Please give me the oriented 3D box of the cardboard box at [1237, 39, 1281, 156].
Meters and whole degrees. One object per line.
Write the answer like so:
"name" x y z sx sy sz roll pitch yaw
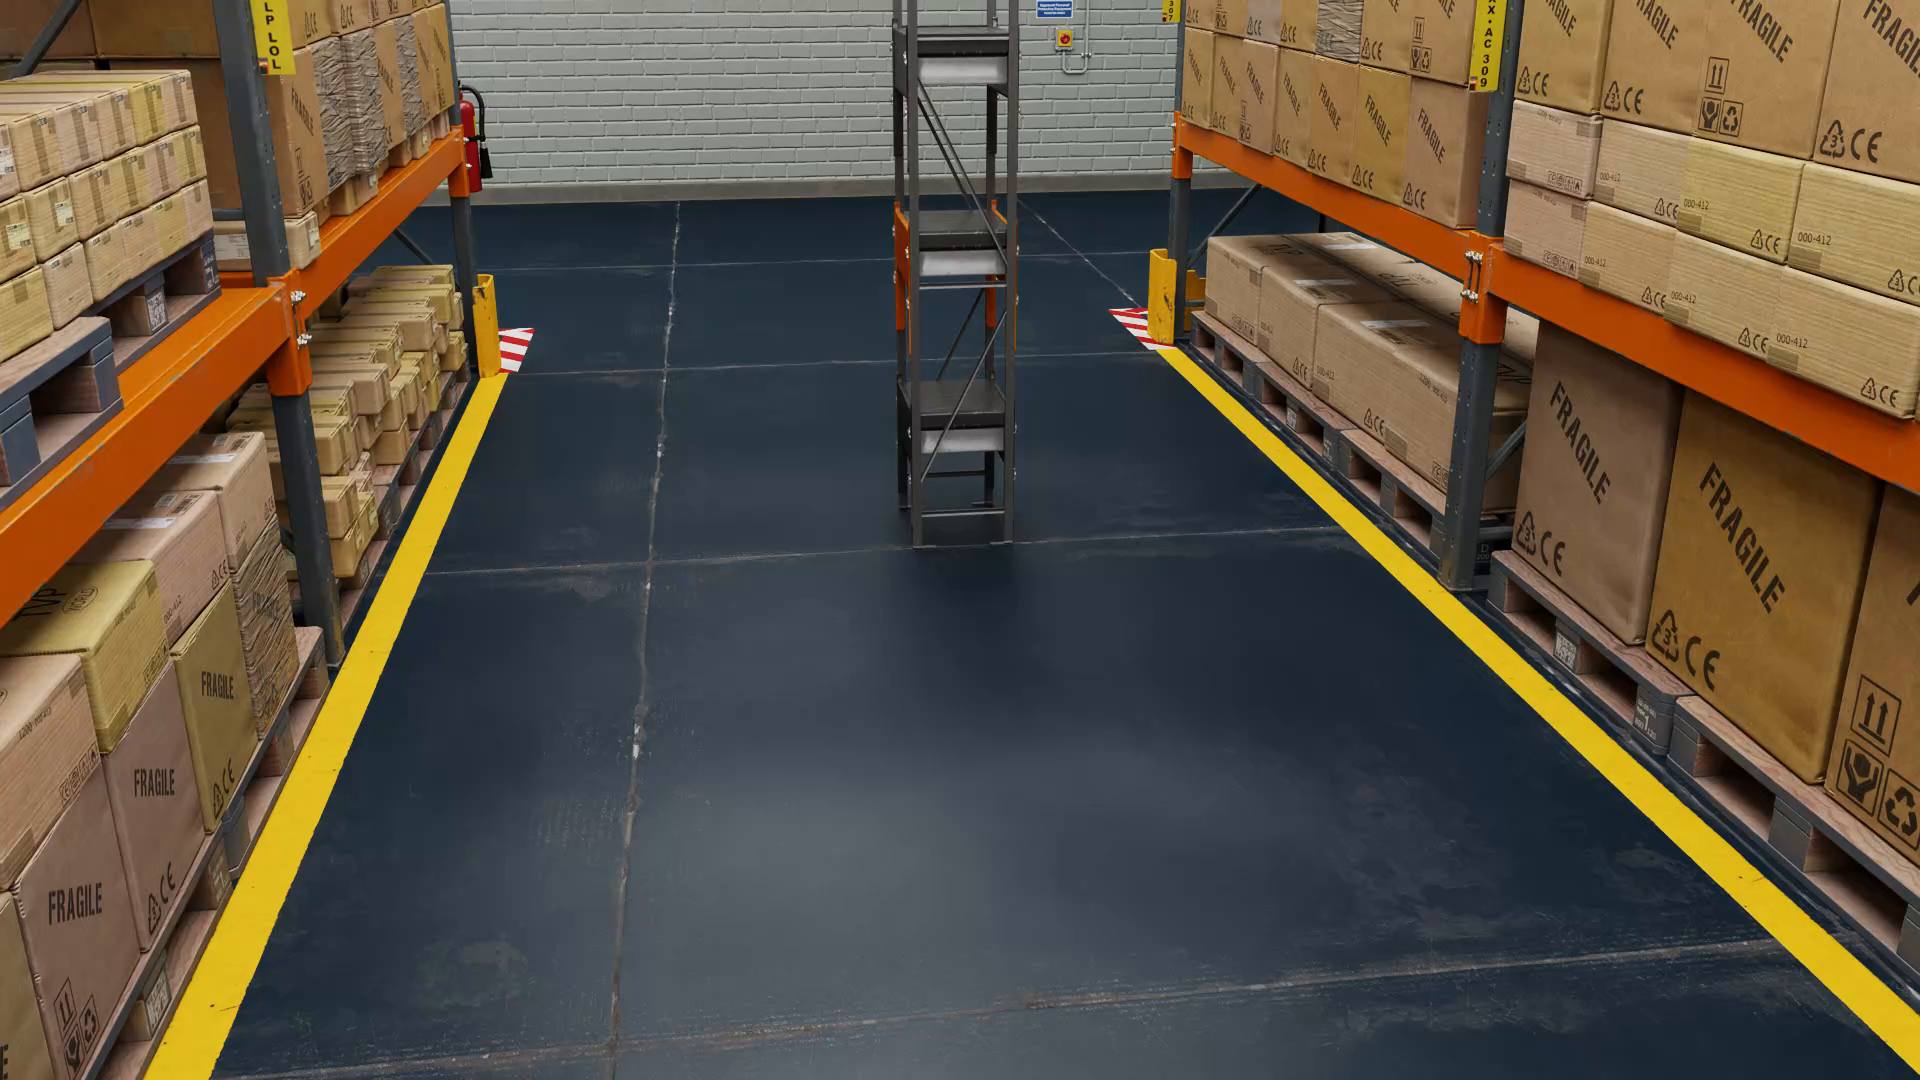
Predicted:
"cardboard box" 1.671 -2.151 8.046 0.500 0.500 0.500 -3 21 -8

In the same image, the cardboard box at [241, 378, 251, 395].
"cardboard box" -3.147 -0.664 6.831 0.380 0.149 0.250 -4 21 -10

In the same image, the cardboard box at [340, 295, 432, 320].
"cardboard box" -2.710 -1.054 7.876 0.380 0.149 0.250 -4 21 -10

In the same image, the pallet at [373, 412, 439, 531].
"pallet" -2.888 -0.314 7.255 1.003 0.211 1.213 -3 21 -8

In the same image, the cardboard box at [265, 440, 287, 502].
"cardboard box" -2.422 -0.236 5.684 0.380 0.149 0.250 -2 21 -6

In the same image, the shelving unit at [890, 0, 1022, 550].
"shelving unit" -0.024 -1.041 6.502 0.431 2.100 0.503 -3 21 -8

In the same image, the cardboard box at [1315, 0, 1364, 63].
"cardboard box" 1.818 -2.267 6.928 0.500 0.500 0.500 -3 21 -7

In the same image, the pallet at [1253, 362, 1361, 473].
"pallet" 2.095 -0.635 8.115 1.003 0.211 1.213 -3 21 -8

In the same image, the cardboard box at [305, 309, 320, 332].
"cardboard box" -3.228 -1.028 7.804 0.380 0.149 0.250 -4 21 -10

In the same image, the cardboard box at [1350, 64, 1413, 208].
"cardboard box" 1.907 -1.623 6.632 0.500 0.500 0.500 -3 21 -9

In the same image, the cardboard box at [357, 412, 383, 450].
"cardboard box" -2.561 -0.464 6.720 0.380 0.149 0.250 -2 21 -5

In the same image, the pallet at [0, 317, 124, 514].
"pallet" -2.326 -0.175 3.171 1.003 0.211 1.213 -3 21 -8

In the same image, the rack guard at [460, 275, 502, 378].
"rack guard" -3.143 -1.154 9.091 1.175 0.500 0.348 -3 21 -8

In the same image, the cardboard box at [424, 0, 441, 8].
"cardboard box" -2.842 -2.860 8.089 0.500 0.500 0.500 -3 21 -9

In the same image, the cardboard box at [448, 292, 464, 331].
"cardboard box" -2.795 -1.183 8.646 0.380 0.149 0.250 -3 21 -9

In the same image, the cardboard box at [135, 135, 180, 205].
"cardboard box" -2.285 -0.966 4.348 0.380 0.149 0.250 -3 21 -7

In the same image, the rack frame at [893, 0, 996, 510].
"rack frame" -0.059 -1.125 6.728 0.400 2.100 0.015 -3 21 -8

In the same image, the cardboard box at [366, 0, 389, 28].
"cardboard box" -2.605 -2.322 6.648 0.500 0.500 0.500 -4 21 -10

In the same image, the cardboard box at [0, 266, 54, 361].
"cardboard box" -2.133 -0.467 3.438 0.380 0.149 0.250 -2 21 -5

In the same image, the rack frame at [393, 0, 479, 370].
"rack frame" -3.154 -2.351 8.724 1.000 3.000 0.127 -3 21 -8

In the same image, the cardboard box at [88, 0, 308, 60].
"cardboard box" -2.401 -1.789 5.222 0.500 0.500 0.500 -2 21 -6

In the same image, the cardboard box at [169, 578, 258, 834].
"cardboard box" -2.148 0.429 4.252 0.500 0.500 0.500 -3 21 -9

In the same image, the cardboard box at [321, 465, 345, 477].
"cardboard box" -2.438 -0.191 5.991 0.380 0.149 0.250 -3 21 -7

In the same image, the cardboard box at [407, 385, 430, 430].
"cardboard box" -2.614 -0.595 7.497 0.380 0.149 0.250 -3 21 -7

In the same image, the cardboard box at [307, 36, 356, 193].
"cardboard box" -2.478 -1.507 5.897 0.500 0.500 0.500 -3 21 -8

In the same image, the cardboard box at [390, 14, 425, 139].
"cardboard box" -2.683 -2.041 7.326 0.500 0.500 0.500 -3 21 -8

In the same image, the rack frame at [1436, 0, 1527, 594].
"rack frame" 2.307 -1.251 5.778 1.000 3.000 0.127 -3 21 -8

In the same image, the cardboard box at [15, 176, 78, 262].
"cardboard box" -2.172 -0.695 3.623 0.380 0.149 0.250 -4 21 -11

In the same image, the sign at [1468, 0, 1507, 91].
"sign" 1.758 -1.665 5.536 0.100 0.325 0.005 -3 21 -8

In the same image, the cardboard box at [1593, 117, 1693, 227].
"cardboard box" 2.194 -1.069 4.791 0.500 0.250 0.500 -3 21 -7

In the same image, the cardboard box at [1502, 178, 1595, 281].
"cardboard box" 2.109 -1.015 5.361 0.500 0.250 0.500 -3 21 -9

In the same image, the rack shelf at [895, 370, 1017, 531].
"rack shelf" -0.024 -0.372 6.752 0.431 0.518 0.480 -3 21 -8

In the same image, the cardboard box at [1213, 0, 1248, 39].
"cardboard box" 1.599 -2.792 8.332 0.500 0.500 0.500 -3 21 -9

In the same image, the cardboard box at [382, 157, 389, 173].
"cardboard box" -2.728 -1.684 7.298 0.380 0.149 0.250 -4 21 -10

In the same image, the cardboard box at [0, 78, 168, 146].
"cardboard box" -2.286 -1.102 4.287 0.380 0.149 0.250 -4 21 -9

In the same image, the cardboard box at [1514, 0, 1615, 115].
"cardboard box" 2.086 -1.599 5.139 0.500 0.500 0.500 -3 21 -7

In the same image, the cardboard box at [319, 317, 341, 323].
"cardboard box" -3.226 -0.979 8.100 0.380 0.149 0.250 -3 21 -7

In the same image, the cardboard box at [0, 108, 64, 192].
"cardboard box" -2.181 -0.836 3.576 0.380 0.149 0.250 -4 21 -10

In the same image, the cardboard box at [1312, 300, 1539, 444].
"cardboard box" 2.193 -0.780 7.579 0.875 0.438 0.875 -4 21 -9

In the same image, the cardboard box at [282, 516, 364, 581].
"cardboard box" -2.312 0.030 5.822 0.380 0.149 0.250 -4 21 -10

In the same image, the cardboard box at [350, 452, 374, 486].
"cardboard box" -2.523 -0.231 6.521 0.380 0.149 0.250 -3 21 -9

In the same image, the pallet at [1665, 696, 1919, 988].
"pallet" 2.672 0.742 4.427 1.003 0.211 1.213 -3 21 -8

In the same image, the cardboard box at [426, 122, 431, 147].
"cardboard box" -2.777 -1.961 8.038 0.380 0.149 0.250 -3 21 -8

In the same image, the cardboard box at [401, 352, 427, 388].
"cardboard box" -2.613 -0.735 7.446 0.380 0.149 0.250 -2 21 -5

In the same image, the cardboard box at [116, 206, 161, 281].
"cardboard box" -2.252 -0.741 4.173 0.380 0.149 0.250 -3 21 -8

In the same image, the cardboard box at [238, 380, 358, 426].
"cardboard box" -2.548 -0.508 6.414 0.380 0.149 0.250 -3 21 -9

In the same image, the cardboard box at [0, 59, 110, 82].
"cardboard box" -2.926 -1.306 5.356 0.500 0.500 0.500 -3 21 -8

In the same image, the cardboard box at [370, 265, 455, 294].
"cardboard box" -2.827 -1.320 8.588 0.380 0.149 0.250 -3 21 -7

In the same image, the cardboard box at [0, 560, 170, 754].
"cardboard box" -2.068 0.263 3.626 0.500 0.250 0.500 -4 21 -10

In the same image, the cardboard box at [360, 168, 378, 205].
"cardboard box" -2.532 -1.417 6.581 0.380 0.149 0.250 -2 21 -5

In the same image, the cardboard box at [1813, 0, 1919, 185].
"cardboard box" 2.337 -1.072 3.727 0.500 0.500 0.500 -3 21 -9

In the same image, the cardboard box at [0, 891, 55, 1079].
"cardboard box" -1.926 0.961 2.827 0.500 0.500 0.500 -3 21 -7

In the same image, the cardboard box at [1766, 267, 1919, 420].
"cardboard box" 2.306 -0.484 3.939 0.500 0.250 0.500 -3 21 -9

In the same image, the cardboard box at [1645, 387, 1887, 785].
"cardboard box" 2.613 0.071 4.676 0.875 0.875 0.875 -2 21 -6

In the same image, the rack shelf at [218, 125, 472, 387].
"rack shelf" -2.865 -1.322 6.996 1.077 0.370 4.000 -3 21 -8

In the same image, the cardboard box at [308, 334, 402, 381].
"cardboard box" -2.622 -0.778 7.136 0.380 0.149 0.250 -3 21 -7

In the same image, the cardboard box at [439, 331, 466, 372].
"cardboard box" -2.734 -0.957 8.465 0.380 0.149 0.250 -2 21 -6
